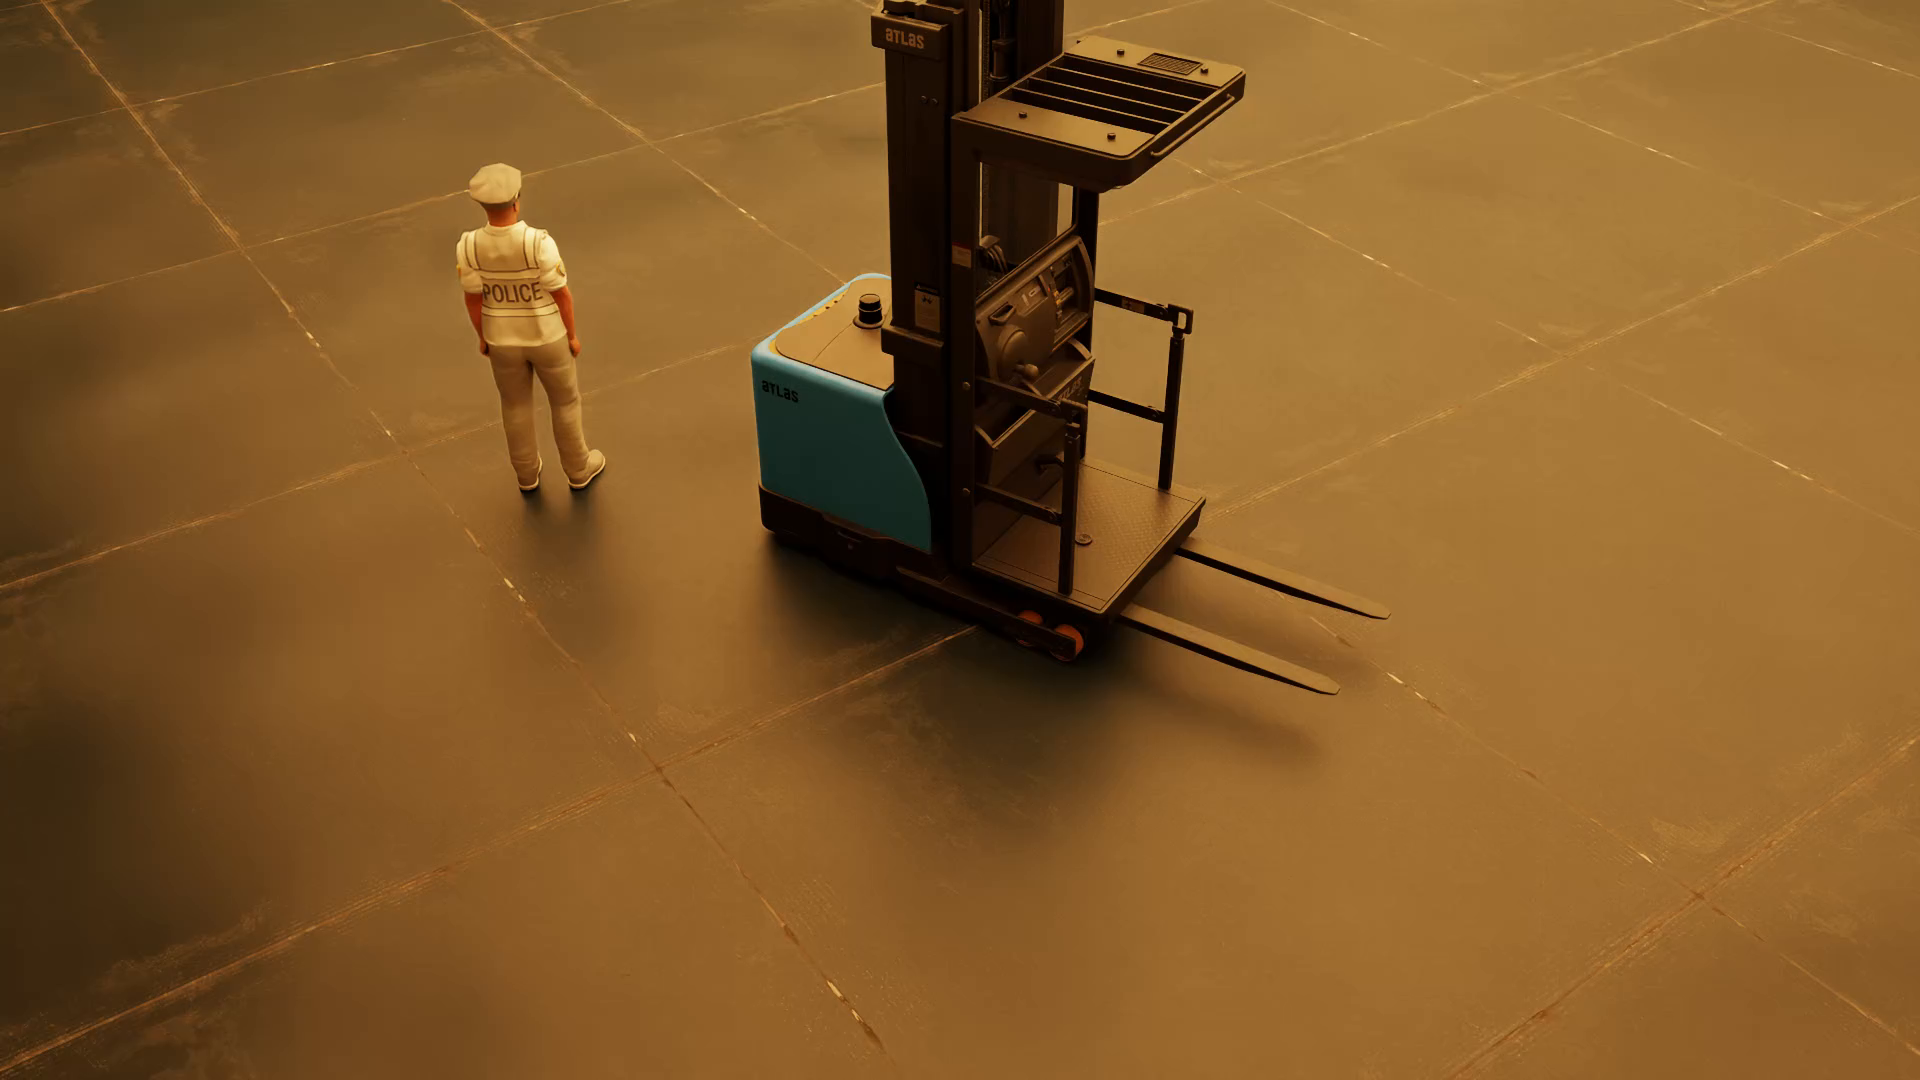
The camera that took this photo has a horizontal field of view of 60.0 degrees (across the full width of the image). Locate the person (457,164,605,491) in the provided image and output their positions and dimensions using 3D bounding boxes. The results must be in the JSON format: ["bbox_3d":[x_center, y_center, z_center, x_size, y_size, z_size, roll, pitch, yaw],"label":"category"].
[{"bbox_3d":[17.666,-0.142,1.035,39.909,9.003,14.010,-1,36,-1],"label":"person"}]

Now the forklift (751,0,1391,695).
[{"bbox_3d":[0.514,-0.985,7.276,3.031,2.935,1.130,21,41,26],"label":"forklift"}]
